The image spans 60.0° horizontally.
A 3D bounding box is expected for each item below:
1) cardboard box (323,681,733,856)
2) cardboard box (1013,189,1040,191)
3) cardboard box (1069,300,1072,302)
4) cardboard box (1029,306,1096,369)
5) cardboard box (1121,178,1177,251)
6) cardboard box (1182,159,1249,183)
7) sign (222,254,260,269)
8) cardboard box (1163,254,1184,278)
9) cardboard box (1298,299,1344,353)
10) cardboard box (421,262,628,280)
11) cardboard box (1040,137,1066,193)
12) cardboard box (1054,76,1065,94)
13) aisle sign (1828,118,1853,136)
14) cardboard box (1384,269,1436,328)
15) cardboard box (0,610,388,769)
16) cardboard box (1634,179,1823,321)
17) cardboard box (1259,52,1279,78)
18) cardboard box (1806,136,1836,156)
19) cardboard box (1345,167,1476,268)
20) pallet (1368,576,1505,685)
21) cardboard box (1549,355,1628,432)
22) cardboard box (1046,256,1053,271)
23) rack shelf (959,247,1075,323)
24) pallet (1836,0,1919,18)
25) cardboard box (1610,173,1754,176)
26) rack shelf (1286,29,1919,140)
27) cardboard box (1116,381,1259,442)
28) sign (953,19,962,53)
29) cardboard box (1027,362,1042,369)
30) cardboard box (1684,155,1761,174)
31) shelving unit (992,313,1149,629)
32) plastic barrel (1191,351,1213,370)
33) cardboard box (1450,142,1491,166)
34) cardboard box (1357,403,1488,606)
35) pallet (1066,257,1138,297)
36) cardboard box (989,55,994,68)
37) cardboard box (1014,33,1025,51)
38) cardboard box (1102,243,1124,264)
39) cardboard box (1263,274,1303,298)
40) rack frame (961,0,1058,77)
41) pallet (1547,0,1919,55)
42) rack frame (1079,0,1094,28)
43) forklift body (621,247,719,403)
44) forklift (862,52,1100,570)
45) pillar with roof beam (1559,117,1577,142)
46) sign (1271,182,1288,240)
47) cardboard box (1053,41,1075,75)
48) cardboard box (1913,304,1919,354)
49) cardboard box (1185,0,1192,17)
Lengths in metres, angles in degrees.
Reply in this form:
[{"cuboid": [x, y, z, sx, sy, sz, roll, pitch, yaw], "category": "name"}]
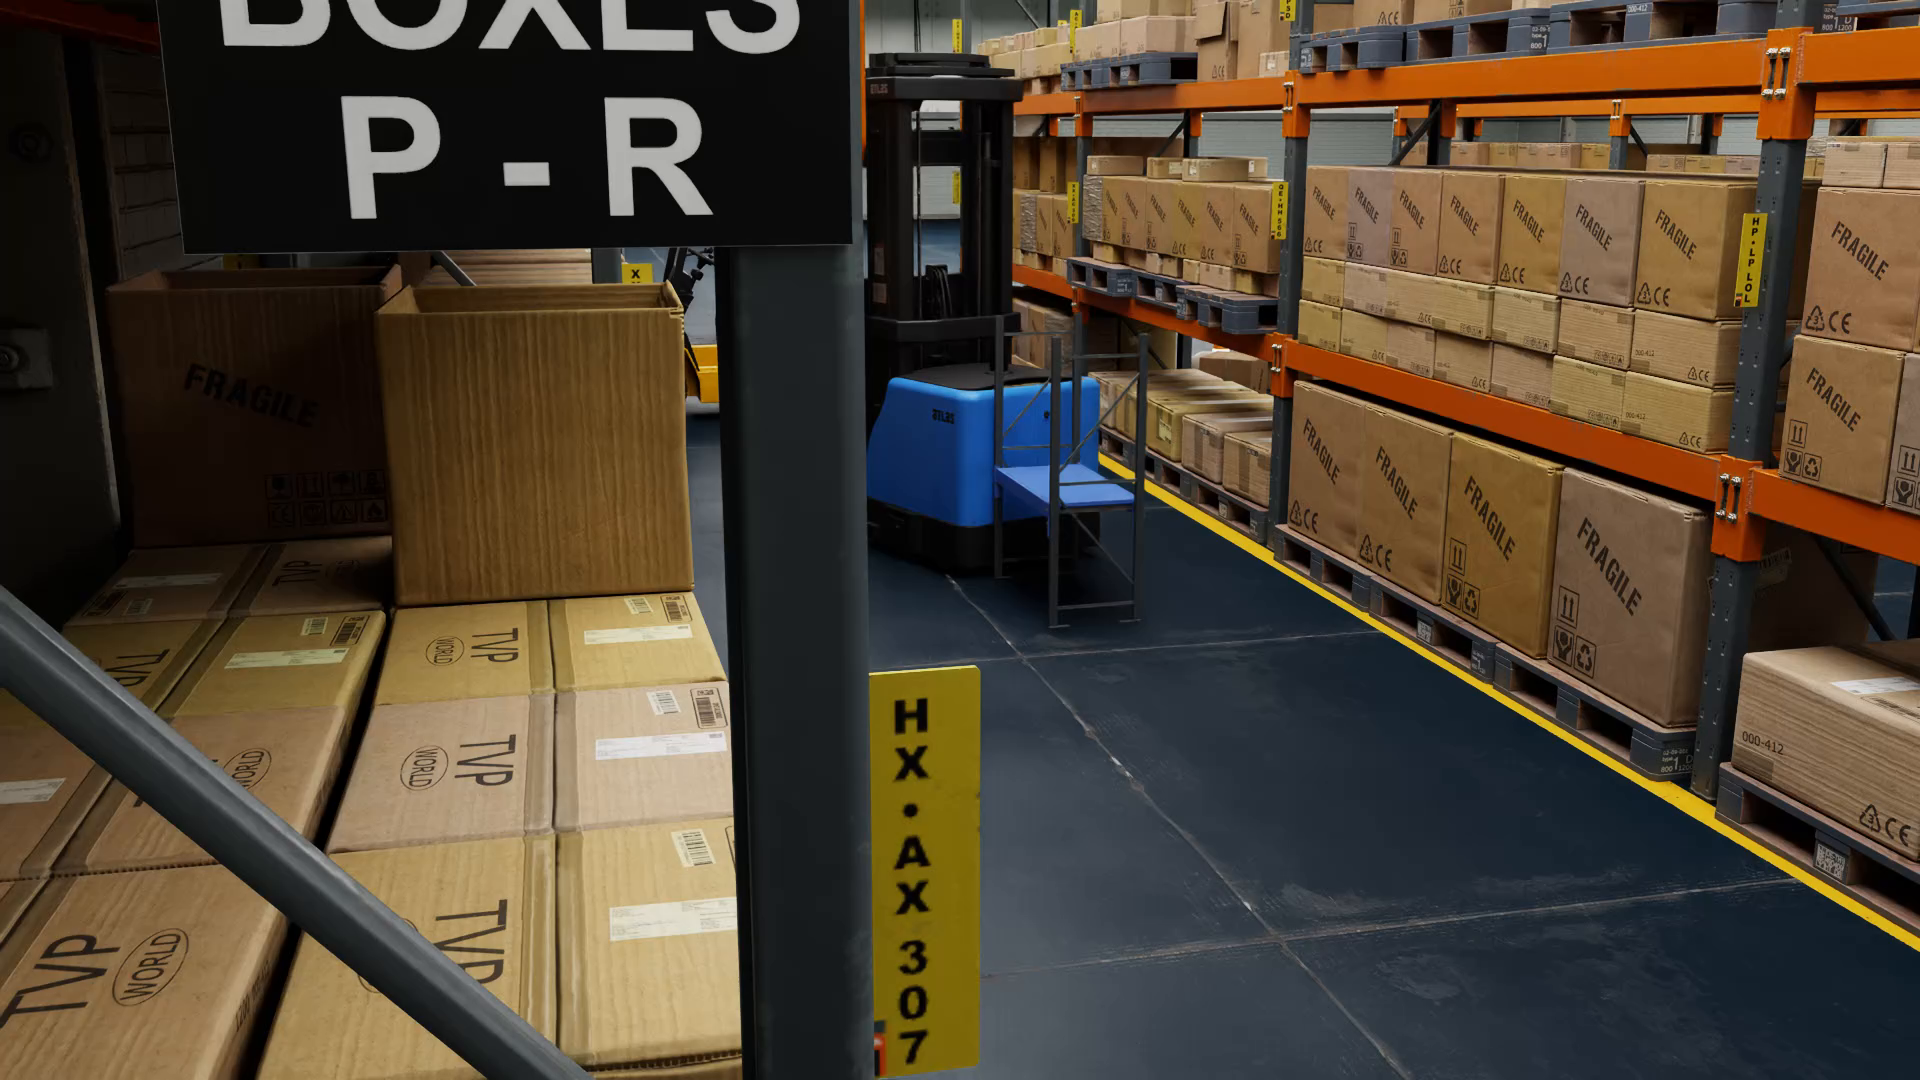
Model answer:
[{"cuboid": [-0.525, 0.396, 2.174, 0.500, 0.250, 0.500, -3, 14, -13], "category": "cardboard box"}, {"cuboid": [0.592, -3.096, 15.943, 0.500, 0.500, 0.500, -4, 14, -14], "category": "cardboard box"}, {"cuboid": [1.311, -1.968, 15.491, 0.500, 0.500, 0.500, -3, 14, -10], "category": "cardboard box"}, {"cuboid": [0.923, -1.813, 14.857, 0.500, 0.500, 0.500, -3, 14, -12], "category": "cardboard box"}, {"cuboid": [1.496, -2.384, 12.145, 0.500, 0.500, 0.500, -3, 14, -14], "category": "cardboard box"}, {"cuboid": [1.725, -2.493, 11.222, 0.380, 0.149, 0.250, -4, 14, -16], "category": "cardboard box"}, {"cuboid": [-2.040, -0.750, 4.735, 0.100, 0.325, 0.005, -3, 14, -13], "category": "sign"}, {"cuboid": [1.637, -1.917, 11.596, 0.380, 0.149, 0.250, -4, 14, -15], "category": "cardboard box"}, {"cuboid": [2.254, -1.219, 9.414, 0.500, 0.250, 0.500, -4, 14, -14], "category": "cardboard box"}, {"cuboid": [-1.519, -0.715, 5.938, 0.700, 0.500, 0.500, -3, 14, -13], "category": "cardboard box"}, {"cuboid": [1.150, -3.486, 15.431, 0.700, 0.500, 0.500, -3, 14, -14], "category": "cardboard box"}, {"cuboid": [1.016, -3.854, 14.089, 0.380, 0.149, 0.250, -3, 14, -13], "category": "cardboard box"}, {"cuboid": [10.415, -5.111, 19.549, 0.394, 0.787, 0.004, -3, 14, -13], "category": "aisle sign"}, {"cuboid": [2.488, -1.224, 8.377, 0.500, 0.250, 0.500, -3, 14, -13], "category": "cardboard box"}, {"cuboid": [-1.159, 0.307, 2.538, 0.500, 0.250, 0.500, -3, 14, -11], "category": "cardboard box"}, {"cuboid": [2.974, -1.120, 6.372, 0.500, 0.500, 0.500, -3, 14, -11], "category": "cardboard box"}, {"cuboid": [2.039, -2.872, 10.072, 0.380, 0.149, 0.250, -3, 14, -13], "category": "cardboard box"}, {"cuboid": [10.002, -4.354, 18.983, 0.500, 0.500, 0.500, -3, 14, -13], "category": "cardboard box"}, {"cuboid": [2.388, -1.712, 8.797, 0.500, 0.500, 0.500, -3, 14, -13], "category": "cardboard box"}, {"cuboid": [2.778, 0.402, 8.335, 1.003, 0.211, 1.213, -3, 14, -13], "category": "pallet"}, {"cuboid": [2.854, -0.630, 7.003, 0.500, 0.250, 0.500, -3, 14, -14], "category": "cardboard box"}, {"cuboid": [0.977, -2.457, 14.692, 0.380, 0.149, 0.250, -3, 14, -14], "category": "cardboard box"}, {"cuboid": [0.974, -2.454, 15.666, 1.077, 0.370, 4.000, -3, 14, -13], "category": "rack shelf"}, {"cuboid": [3.505, -1.721, 5.018, 1.003, 0.211, 1.213, -3, 14, -13], "category": "pallet"}, {"cuboid": [3.237, -1.380, 7.437, 0.500, 0.500, 0.500, -4, 14, -15], "category": "cardboard box"}, {"cuboid": [2.853, -2.065, 7.756, 1.077, 0.370, 4.000, -3, 14, -13], "category": "rack shelf"}, {"cuboid": [1.742, -0.983, 12.782, 0.950, 0.372, 0.625, -2, 14, -10], "category": "cardboard box"}, {"cuboid": [-0.023, -5.116, 16.886, 0.100, 0.325, 0.005, -3, 14, -13], "category": "sign"}, {"cuboid": [0.909, -1.454, 14.966, 0.500, 0.250, 0.500, -4, 14, -15], "category": "cardboard box"}, {"cuboid": [6.477, -2.943, 13.834, 0.700, 0.500, 0.500, -4, 14, -14], "category": "cardboard box"}, {"cuboid": [0.568, -0.405, 8.926, 0.538, 1.500, 1.048, -4, 14, -14], "category": "shelving unit"}, {"cuboid": [2.461, -1.621, 16.170, 0.512, 0.421, 0.421, 7, 15, 26], "category": "plastic barrel"}, {"cuboid": [5.560, -3.815, 17.131, 0.875, 0.550, 0.550, -3, 14, -13], "category": "cardboard box"}, {"cuboid": [2.670, -0.221, 8.603, 0.875, 0.875, 0.875, -3, 14, -13], "category": "cardboard box"}, {"cuboid": [1.482, -2.064, 12.960, 1.003, 0.211, 1.213, -3, 14, -13], "category": "pallet"}, {"cuboid": [0.473, -4.546, 16.083, 0.500, 0.250, 0.500, -3, 14, -14], "category": "cardboard box"}, {"cuboid": [0.701, -4.478, 14.963, 0.380, 0.149, 0.250, -3, 14, -12], "category": "cardboard box"}, {"cuboid": [1.317, -2.221, 12.841, 0.380, 0.149, 0.250, -3, 14, -12], "category": "cardboard box"}, {"cuboid": [2.078, -1.564, 10.151, 0.380, 0.149, 0.250, -3, 14, -11], "category": "cardboard box"}, {"cuboid": [0.505, -6.179, 16.757, 1.000, 3.000, 0.127, -3, 14, -13], "category": "rack frame"}, {"cuboid": [3.060, -2.069, 6.660, 0.805, 0.209, 1.217, -4, 14, -15], "category": "pallet"}, {"cuboid": [1.444, -5.256, 12.980, 1.000, 3.000, 0.127, -3, 14, -13], "category": "rack frame"}, {"cuboid": [-2.101, -2.239, 15.060, 2.313, 2.155, 1.214, -3, 14, -13], "category": "forklift body"}, {"cuboid": [-0.422, -1.549, 10.594, 1.130, 2.935, 3.031, -10, 17, -34], "category": "forklift"}, {"cuboid": [14.357, -14.127, 49.291, 9.100, 9.000, 0.548, -3, 14, -13], "category": "pillar with roof beam"}, {"cuboid": [1.858, -1.911, 9.655, 0.100, 0.325, 0.005, -3, 14, -13], "category": "sign"}, {"cuboid": [1.078, -3.958, 13.676, 0.500, 0.250, 0.500, -3, 14, -14], "category": "cardboard box"}, {"cuboid": [3.312, -0.790, 5.025, 0.500, 0.500, 0.500, -3, 14, -14], "category": "cardboard box"}, {"cuboid": [1.704, -4.046, 12.727, 0.500, 0.250, 0.500, -3, 14, -12], "category": "cardboard box"}]
